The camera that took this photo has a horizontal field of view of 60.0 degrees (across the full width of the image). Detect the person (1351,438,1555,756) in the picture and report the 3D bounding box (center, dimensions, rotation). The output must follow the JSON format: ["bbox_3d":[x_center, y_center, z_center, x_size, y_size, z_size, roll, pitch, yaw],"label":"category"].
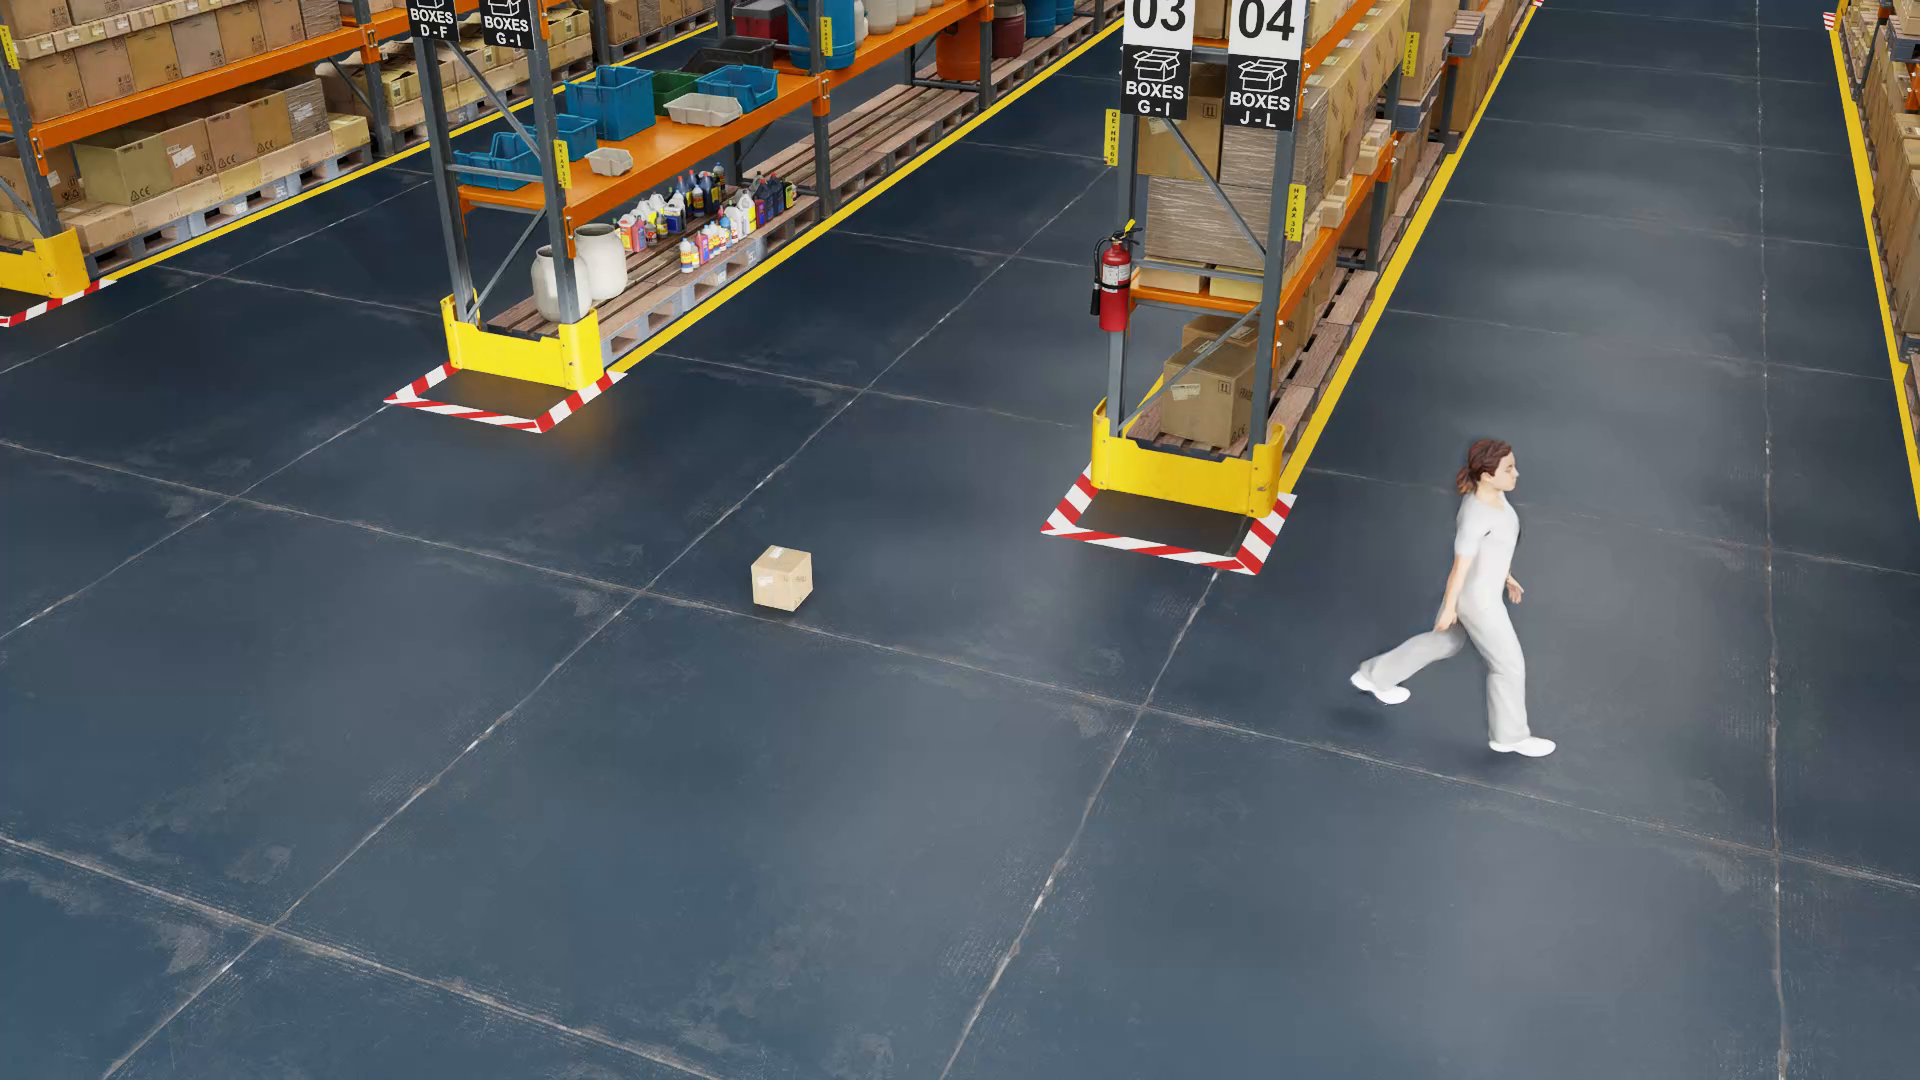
[{"bbox_3d":[2.450,0.250,7.955,1.015,1.625,0.442,10,31,16],"label":"person"}]
